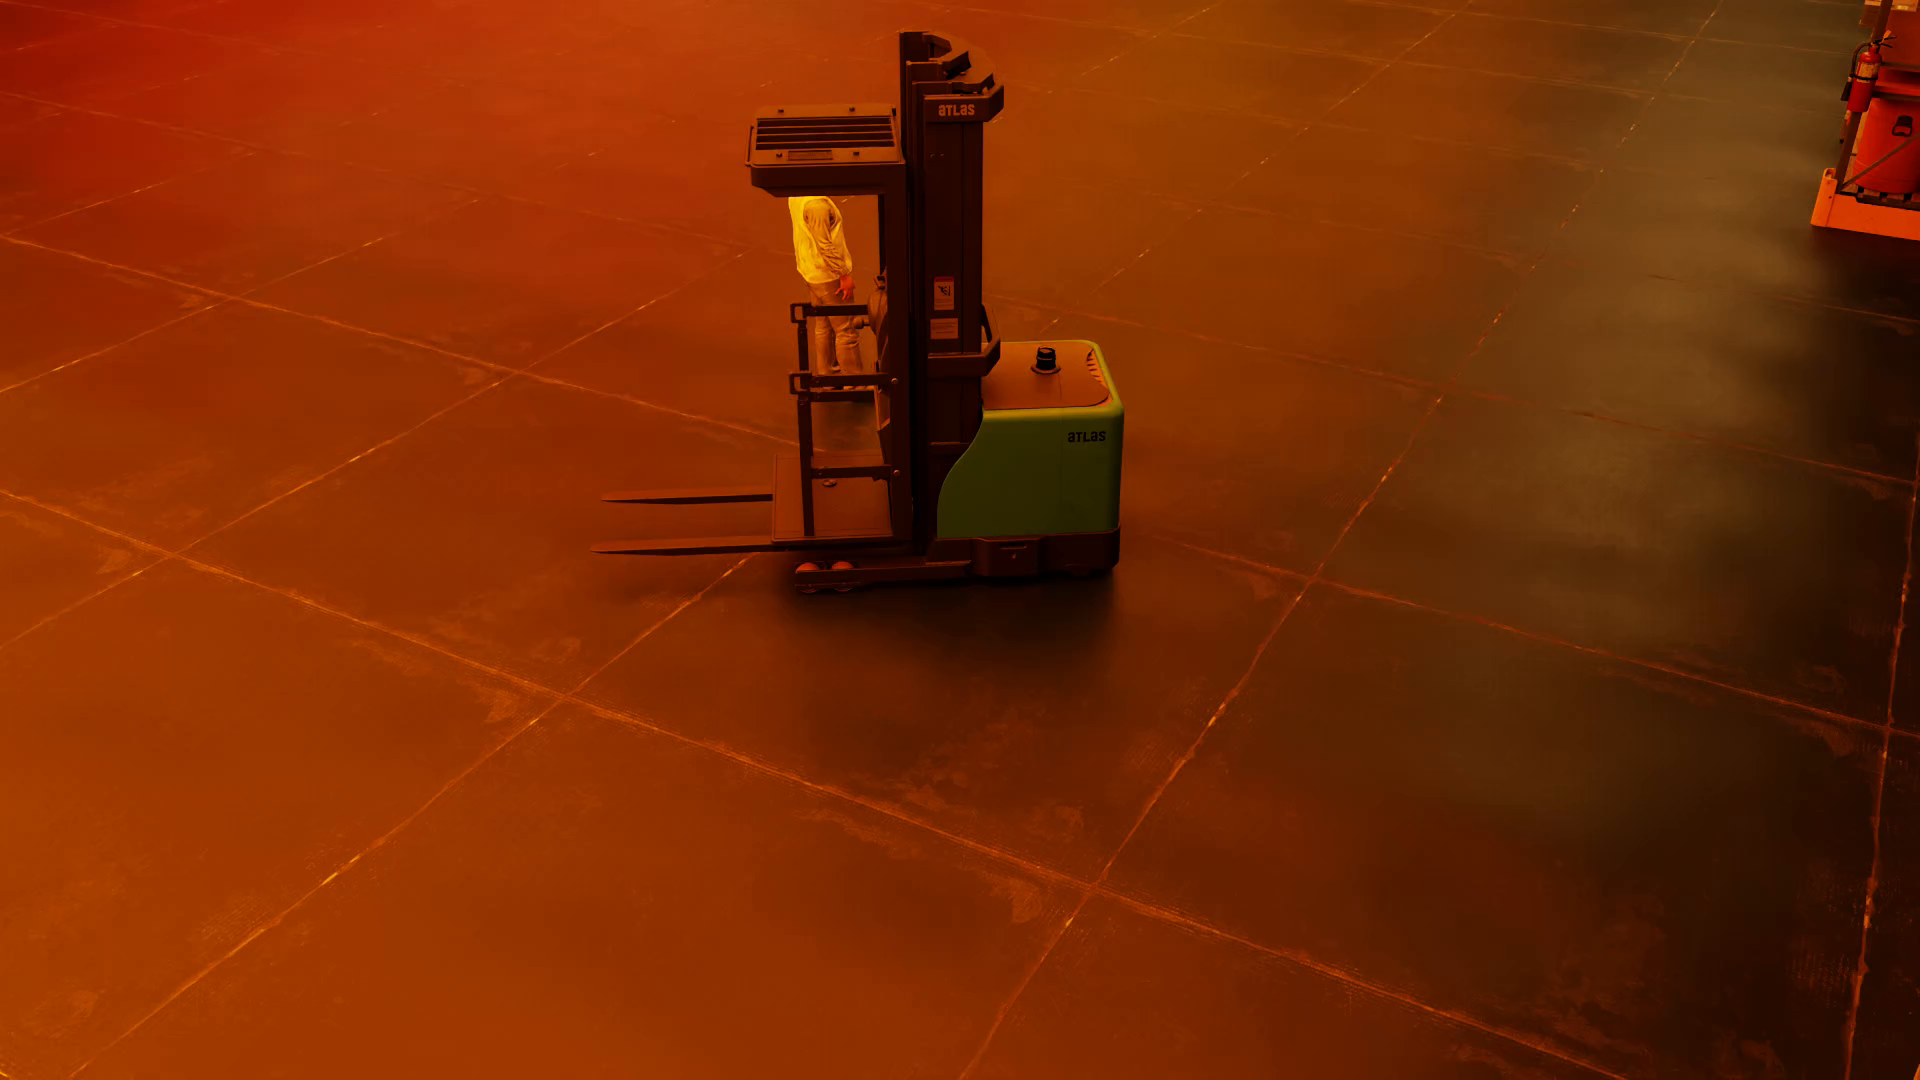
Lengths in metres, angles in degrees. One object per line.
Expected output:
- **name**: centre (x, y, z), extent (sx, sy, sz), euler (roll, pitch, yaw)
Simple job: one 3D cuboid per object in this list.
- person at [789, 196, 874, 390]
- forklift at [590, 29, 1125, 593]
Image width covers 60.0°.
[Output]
- **person**: centre (-0.853, -1.858, 11.433), extent (0.570, 1.773, 0.630), euler (-12, 32, -20)
- **forklift**: centre (-0.623, -1.244, 9.226), extent (3.031, 2.935, 1.130), euler (-2, 30, -4)
